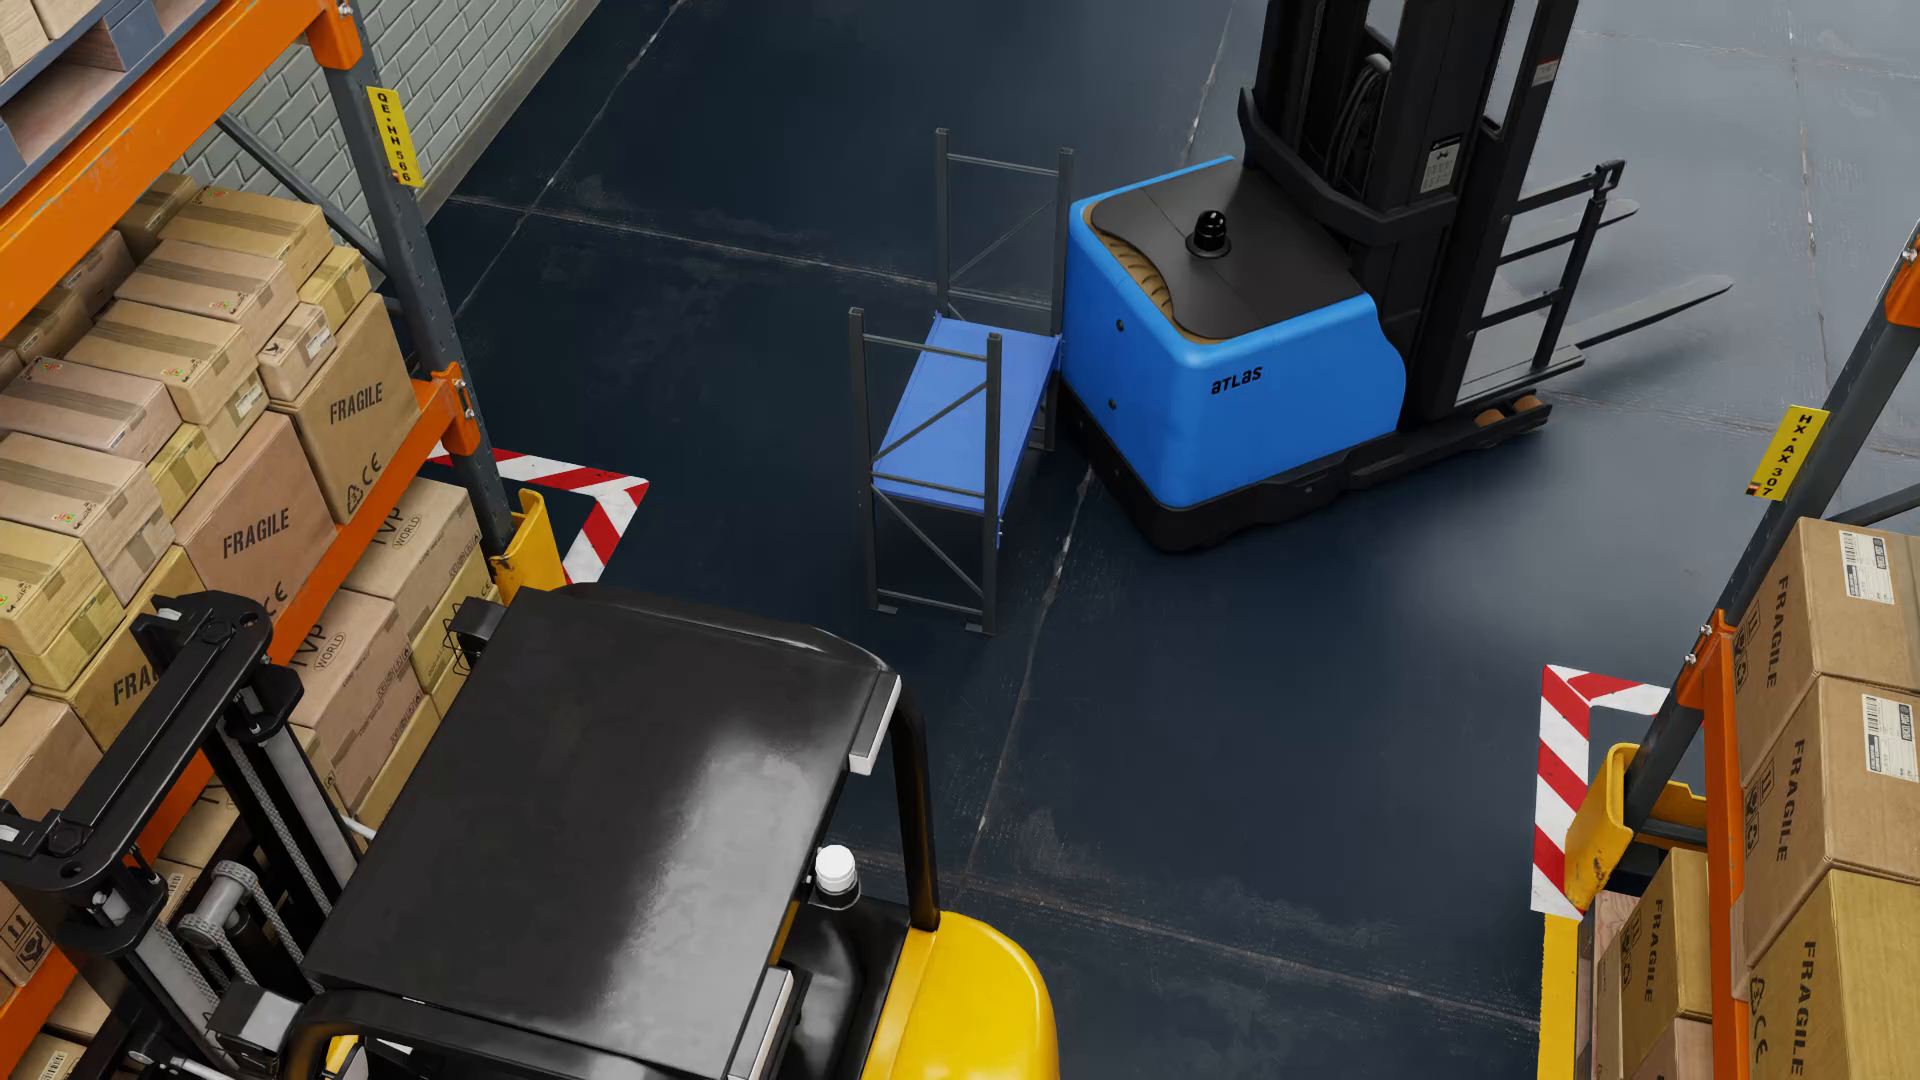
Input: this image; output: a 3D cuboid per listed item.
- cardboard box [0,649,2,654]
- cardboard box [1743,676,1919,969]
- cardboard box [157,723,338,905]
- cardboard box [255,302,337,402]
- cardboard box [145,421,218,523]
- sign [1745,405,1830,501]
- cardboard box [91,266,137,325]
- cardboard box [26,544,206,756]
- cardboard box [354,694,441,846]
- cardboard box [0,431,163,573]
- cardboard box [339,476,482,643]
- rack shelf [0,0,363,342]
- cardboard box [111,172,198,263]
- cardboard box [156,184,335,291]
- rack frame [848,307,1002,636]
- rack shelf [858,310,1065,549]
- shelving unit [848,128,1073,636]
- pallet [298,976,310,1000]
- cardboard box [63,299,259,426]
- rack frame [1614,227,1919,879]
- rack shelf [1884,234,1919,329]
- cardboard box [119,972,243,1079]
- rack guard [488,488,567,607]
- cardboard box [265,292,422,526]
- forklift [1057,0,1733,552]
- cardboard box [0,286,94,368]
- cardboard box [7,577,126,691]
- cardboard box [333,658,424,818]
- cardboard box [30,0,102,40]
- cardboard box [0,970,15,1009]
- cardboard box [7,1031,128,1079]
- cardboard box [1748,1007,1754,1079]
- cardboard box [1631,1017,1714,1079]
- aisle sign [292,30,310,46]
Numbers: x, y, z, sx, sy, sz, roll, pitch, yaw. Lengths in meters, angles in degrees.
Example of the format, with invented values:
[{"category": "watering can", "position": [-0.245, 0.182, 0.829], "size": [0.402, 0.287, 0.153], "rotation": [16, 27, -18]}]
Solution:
[{"category": "cardboard box", "position": [-2.423, 0.261, 3.740], "size": [0.380, 0.149, 0.250], "rotation": [12, 50, 11]}, {"category": "cardboard box", "position": [2.130, 0.704, 3.782], "size": [0.500, 0.500, 0.500], "rotation": [13, 50, 11]}, {"category": "cardboard box", "position": [-2.206, 0.768, 4.877], "size": [0.500, 0.250, 0.500], "rotation": [12, 50, 11]}, {"category": "cardboard box", "position": [-1.993, -0.555, 4.659], "size": [0.380, 0.149, 0.250], "rotation": [12, 50, 11]}, {"category": "cardboard box", "position": [-2.197, -0.203, 4.348], "size": [0.380, 0.149, 0.250], "rotation": [11, 50, 10]}, {"category": "sign", "position": [2.132, -0.221, 4.286], "size": [0.100, 0.325, 0.005], "rotation": [12, 50, 10]}, {"category": "cardboard box", "position": [-2.477, -0.667, 4.757], "size": [0.380, 0.149, 0.250], "rotation": [12, 50, 10]}, {"category": "cardboard box", "position": [-2.290, 0.315, 4.324], "size": [0.500, 0.500, 0.500], "rotation": [11, 49, 9]}, {"category": "cardboard box", "position": [-2.093, 0.727, 5.581], "size": [0.500, 0.250, 0.500], "rotation": [12, 50, 10]}, {"category": "cardboard box", "position": [-2.201, -0.095, 4.054], "size": [0.380, 0.149, 0.250], "rotation": [13, 50, 11]}, {"category": "cardboard box", "position": [-1.954, 0.030, 5.528], "size": [0.500, 0.250, 0.500], "rotation": [13, 50, 11]}, {"category": "rack shelf", "position": [-2.660, -0.112, 3.246], "size": [1.077, 0.370, 4.000], "rotation": [12, 50, 10]}, {"category": "cardboard box", "position": [-2.428, -0.950, 4.809], "size": [0.380, 0.149, 0.250], "rotation": [11, 49, 9]}, {"category": "cardboard box", "position": [-2.025, -0.850, 4.720], "size": [0.380, 0.149, 0.250], "rotation": [12, 50, 10]}, {"category": "rack frame", "position": [-0.111, -0.190, 5.836], "size": [0.500, 1.500, 0.032], "rotation": [12, 50, 10]}, {"category": "rack shelf", "position": [0.022, -0.439, 6.296], "size": [0.538, 0.185, 1.000], "rotation": [12, 50, 10]}, {"category": "shelving unit", "position": [0.022, -0.558, 6.161], "size": [0.538, 1.500, 1.048], "rotation": [12, 50, 10]}, {"category": "pallet", "position": [-2.618, 1.560, 5.152], "size": [1.003, 0.211, 1.213], "rotation": [12, 50, 10]}, {"category": "cardboard box", "position": [-2.102, -0.471, 4.386], "size": [0.380, 0.149, 0.250], "rotation": [13, 50, 11]}, {"category": "rack frame", "position": [2.656, 0.173, 4.516], "size": [1.000, 3.000, 0.127], "rotation": [12, 50, 10]}, {"category": "rack shelf", "position": [2.130, 0.865, 2.384], "size": [1.077, 0.370, 4.000], "rotation": [12, 50, 10]}, {"category": "cardboard box", "position": [-2.353, 1.314, 4.729], "size": [0.500, 0.250, 0.500], "rotation": [11, 50, 10]}, {"category": "rack guard", "position": [-2.127, 0.006, 6.331], "size": [1.175, 0.500, 0.348], "rotation": [12, 50, 10]}, {"category": "cardboard box", "position": [-2.010, -0.430, 4.981], "size": [0.500, 0.500, 0.500], "rotation": [11, 49, 9]}, {"category": "forklift", "position": [1.926, -1.696, 6.210], "size": [3.031, 2.935, 1.130], "rotation": [-20, 52, -17]}, {"category": "cardboard box", "position": [-2.585, -0.573, 4.476], "size": [0.380, 0.149, 0.250], "rotation": [12, 50, 11]}, {"category": "cardboard box", "position": [-2.269, 0.187, 4.004], "size": [0.380, 0.149, 0.250], "rotation": [12, 50, 10]}, {"category": "cardboard box", "position": [-2.103, 0.576, 5.381], "size": [0.500, 0.250, 0.500], "rotation": [11, 50, 10]}, {"category": "cardboard box", "position": [-2.059, -1.226, 3.571], "size": [0.380, 0.149, 0.250], "rotation": [10, 49, 9]}, {"category": "cardboard box", "position": [-2.565, 1.040, 3.684], "size": [0.500, 0.500, 0.500], "rotation": [11, 50, 10]}, {"category": "cardboard box", "position": [-2.492, 1.511, 4.221], "size": [0.500, 0.250, 0.500], "rotation": [13, 50, 11]}, {"category": "cardboard box", "position": [2.019, 1.190, 3.785], "size": [0.380, 0.149, 0.250], "rotation": [13, 50, 11]}, {"category": "cardboard box", "position": [2.038, 1.621, 4.292], "size": [0.500, 0.500, 0.500], "rotation": [10, 49, 9]}, {"category": "aisle sign", "position": [-1.833, -1.654, 4.394], "size": [0.394, 0.787, 0.004], "rotation": [12, 50, 10]}]
